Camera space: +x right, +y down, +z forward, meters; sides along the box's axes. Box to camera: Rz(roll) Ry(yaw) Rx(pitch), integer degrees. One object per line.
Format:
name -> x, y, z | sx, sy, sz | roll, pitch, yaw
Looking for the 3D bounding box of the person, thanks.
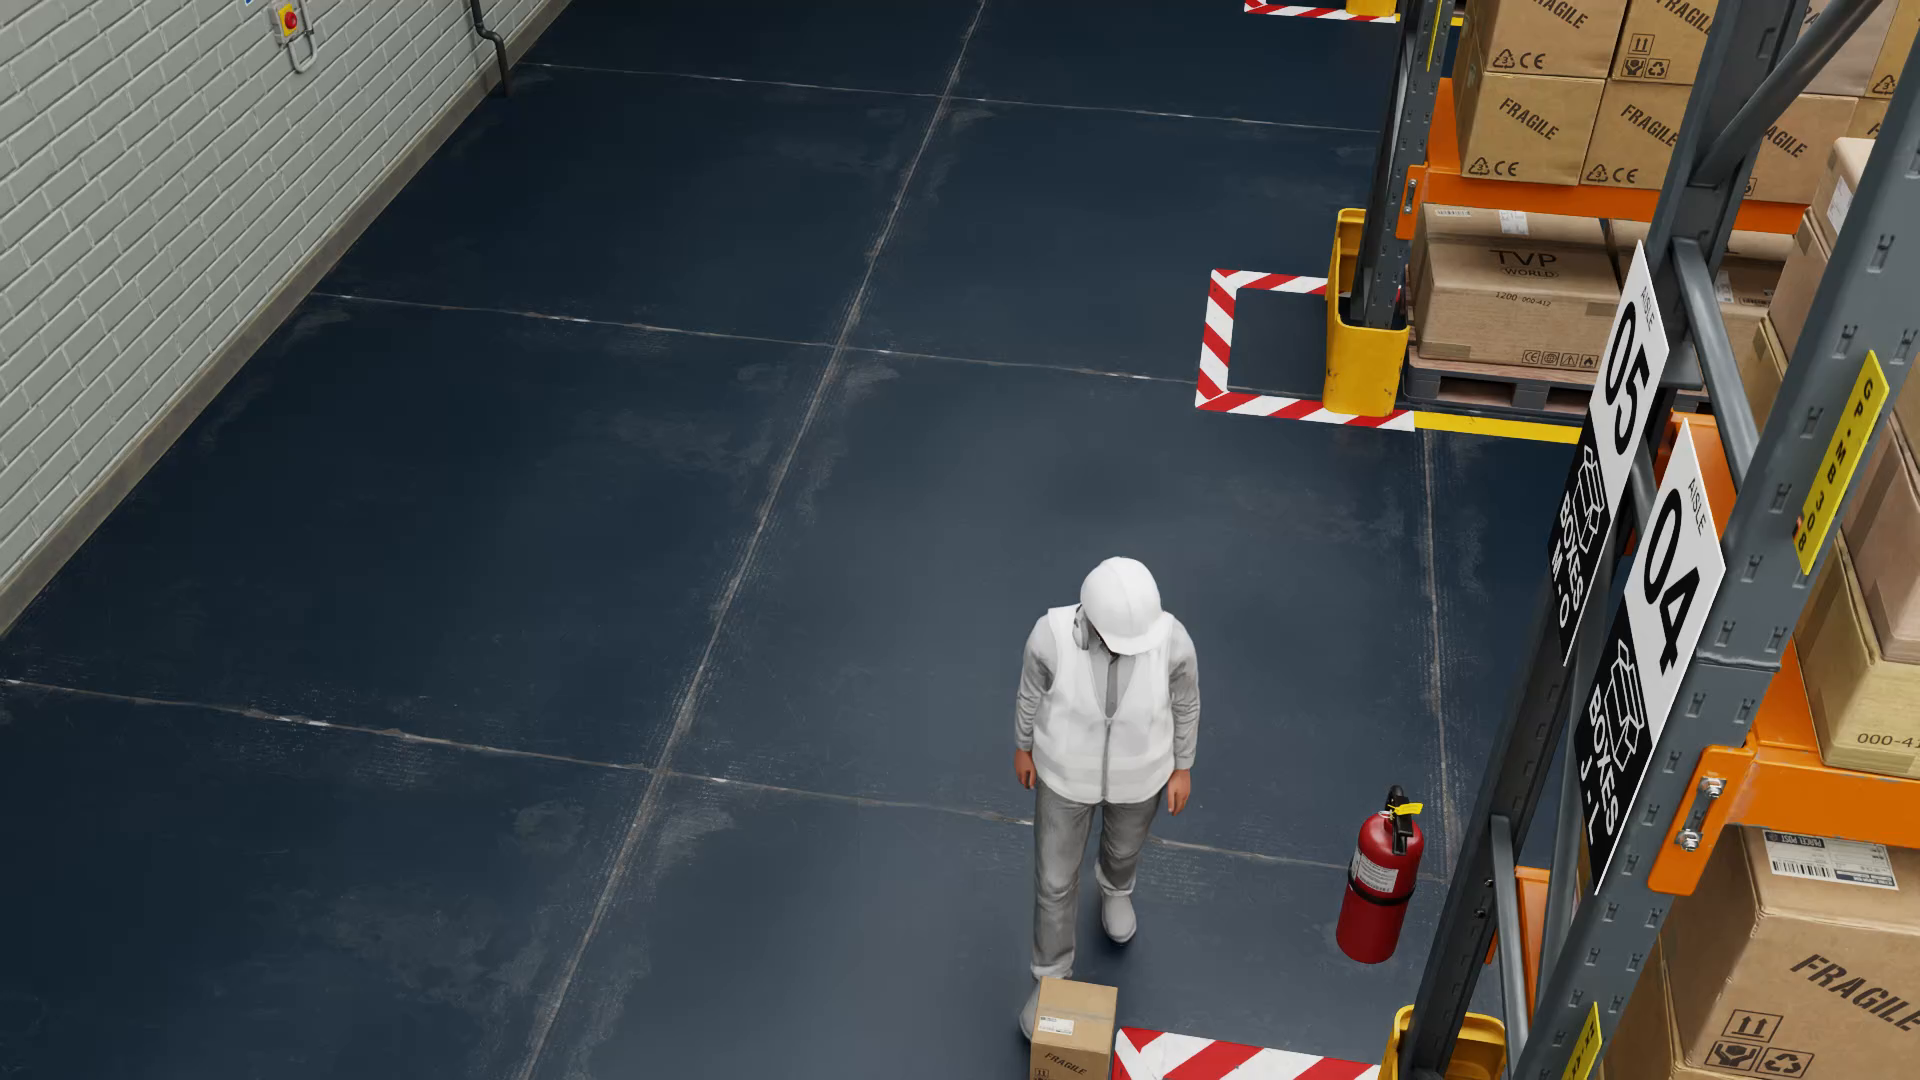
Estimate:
person -> 0.454, 0.781, 5.197 | 0.573, 1.747, 0.732 | 1, 40, 1
